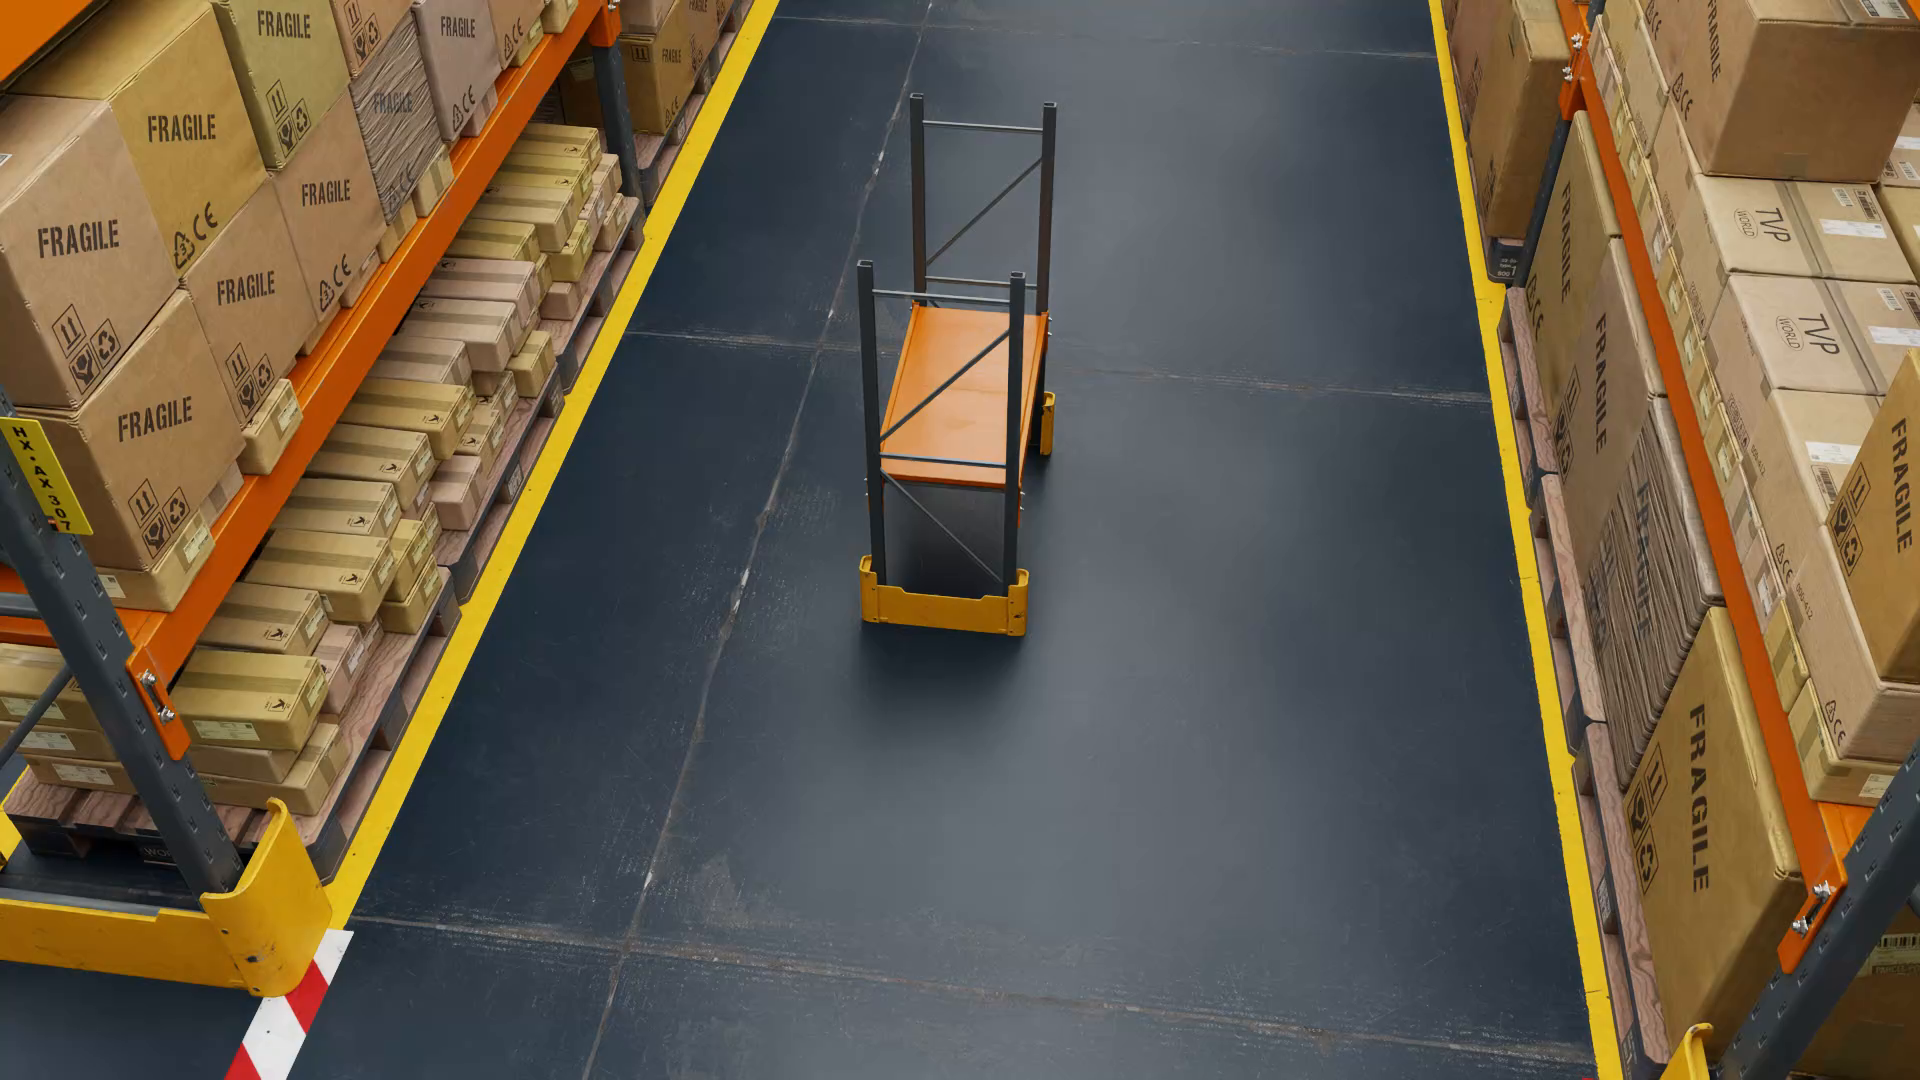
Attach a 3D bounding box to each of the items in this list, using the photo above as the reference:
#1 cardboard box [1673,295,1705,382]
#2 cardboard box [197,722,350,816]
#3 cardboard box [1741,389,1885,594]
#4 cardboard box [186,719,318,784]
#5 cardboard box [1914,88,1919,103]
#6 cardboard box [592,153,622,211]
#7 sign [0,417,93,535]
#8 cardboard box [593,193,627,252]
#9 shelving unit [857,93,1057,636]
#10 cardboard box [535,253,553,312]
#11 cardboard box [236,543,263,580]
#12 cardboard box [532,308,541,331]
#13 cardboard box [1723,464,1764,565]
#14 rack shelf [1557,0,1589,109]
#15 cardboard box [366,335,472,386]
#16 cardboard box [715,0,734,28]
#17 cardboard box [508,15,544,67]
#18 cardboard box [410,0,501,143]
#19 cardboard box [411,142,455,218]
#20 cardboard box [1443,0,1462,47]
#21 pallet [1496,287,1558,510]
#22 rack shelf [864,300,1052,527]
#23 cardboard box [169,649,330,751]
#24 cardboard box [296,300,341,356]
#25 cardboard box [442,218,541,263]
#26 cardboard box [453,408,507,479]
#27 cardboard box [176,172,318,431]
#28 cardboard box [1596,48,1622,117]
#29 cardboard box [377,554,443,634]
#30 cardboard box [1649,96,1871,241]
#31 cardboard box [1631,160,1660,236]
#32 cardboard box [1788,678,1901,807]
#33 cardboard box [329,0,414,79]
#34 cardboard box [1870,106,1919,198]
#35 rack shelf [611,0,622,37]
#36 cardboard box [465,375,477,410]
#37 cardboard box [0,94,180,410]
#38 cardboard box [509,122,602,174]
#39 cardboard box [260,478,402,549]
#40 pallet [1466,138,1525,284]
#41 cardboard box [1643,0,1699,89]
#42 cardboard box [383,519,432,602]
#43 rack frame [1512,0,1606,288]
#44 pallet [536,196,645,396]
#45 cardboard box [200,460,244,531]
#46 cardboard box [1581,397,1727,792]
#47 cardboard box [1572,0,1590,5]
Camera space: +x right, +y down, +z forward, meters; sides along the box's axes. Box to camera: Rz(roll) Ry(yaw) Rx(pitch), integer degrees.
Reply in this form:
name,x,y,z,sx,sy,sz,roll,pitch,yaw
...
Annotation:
name,x,y,z,sx,sy,sz,roll,pitch,yaw
cardboard box,2.317,-0.573,4.856,0.380,0.149,0.250,6,44,6
cardboard box,-2.123,0.685,5.113,0.380,0.149,0.250,6,44,6
cardboard box,2.262,-0.103,4.070,0.500,0.250,0.500,5,44,5
cardboard box,-2.186,0.572,5.016,0.380,0.149,0.250,7,44,7
cardboard box,3.056,-1.723,5.235,0.500,0.500,0.500,6,44,6
cardboard box,-1.707,-1.577,7.286,0.380,0.149,0.250,6,44,6
sign,-1.971,-0.134,3.581,0.100,0.325,0.005,5,44,6
cardboard box,-1.695,-1.414,7.330,0.380,0.149,0.250,6,44,6
shelving unit,0.010,-0.597,5.789,0.587,1.500,1.083,5,44,6
cardboard box,-1.879,-1.045,6.724,0.380,0.149,0.250,6,44,6
cardboard box,-2.518,-0.008,5.629,0.380,0.149,0.250,5,44,5
cardboard box,-1.938,-0.891,6.777,0.380,0.149,0.250,4,44,4
cardboard box,2.216,-0.050,4.304,0.380,0.149,0.250,6,44,6
rack shelf,3.187,-3.177,7.947,1.077,0.370,4.000,5,44,6
cardboard box,-2.011,-0.608,6.045,0.380,0.149,0.250,5,44,6
cardboard box,-1.496,-3.039,8.790,0.500,0.500,0.500,6,44,6
cardboard box,-1.807,-1.926,6.285,0.380,0.149,0.250,7,44,7
cardboard box,-1.901,-1.692,5.566,0.500,0.500,0.500,5,44,5
cardboard box,-1.922,-1.216,5.536,0.380,0.149,0.250,6,44,6
cardboard box,3.214,-3.107,8.590,1.225,0.875,0.875,5,44,6
pallet,2.744,-0.552,6.679,1.003,0.211,1.213,5,44,6
rack shelf,0.011,-0.472,5.919,0.538,0.185,1.000,5,44,6
cardboard box,-2.103,0.471,4.906,0.380,0.149,0.250,3,44,4
cardboard box,-2.102,-0.697,4.987,0.380,0.149,0.250,5,44,5
cardboard box,-1.901,-1.145,6.613,0.380,0.149,0.250,7,44,7
cardboard box,-1.932,-0.370,6.227,0.380,0.149,0.250,5,44,6
cardboard box,-2.131,-0.662,4.478,0.500,0.500,0.500,5,44,6
cardboard box,2.519,-1.634,5.977,0.380,0.149,0.250,4,44,4
cardboard box,-2.001,0.165,5.662,0.380,0.149,0.250,6,44,6
cardboard box,2.467,-1.141,5.166,0.500,0.250,0.500,6,44,7
cardboard box,2.418,-1.101,5.414,0.380,0.149,0.250,5,44,5
cardboard box,2.114,0.469,3.756,0.380,0.149,0.250,6,44,6
cardboard box,-1.972,-1.703,4.851,0.500,0.500,0.500,4,44,4
cardboard box,2.991,-1.104,5.127,0.500,0.250,0.500,6,44,6
rack shelf,-1.716,-3.697,8.496,1.077,0.370,4.000,5,44,6
cardboard box,-2.026,-0.511,6.160,0.380,0.149,0.250,7,44,7
cardboard box,-2.187,-0.659,3.748,0.500,0.500,0.500,5,44,5
cardboard box,-1.770,-1.663,7.160,0.380,0.149,0.250,6,44,7
cardboard box,-2.075,-0.064,5.472,0.380,0.149,0.250,3,44,3
pallet,2.950,-1.596,7.782,1.003,0.211,1.213,5,44,6
cardboard box,2.533,-1.763,5.278,0.500,0.500,0.500,5,44,6
cardboard box,-2.007,0.050,5.567,0.380,0.149,0.250,7,44,7
rack frame,2.923,-2.076,6.260,1.000,3.000,0.127,5,44,6
pallet,-2.034,-1.122,7.281,1.003,0.211,1.213,5,44,6
cardboard box,-2.149,-0.146,4.406,0.380,0.149,0.250,7,44,7
cardboard box,2.519,0.206,5.091,0.875,0.875,0.875,5,44,6
cardboard box,2.714,-2.456,6.589,0.500,0.500,0.500,5,44,6
